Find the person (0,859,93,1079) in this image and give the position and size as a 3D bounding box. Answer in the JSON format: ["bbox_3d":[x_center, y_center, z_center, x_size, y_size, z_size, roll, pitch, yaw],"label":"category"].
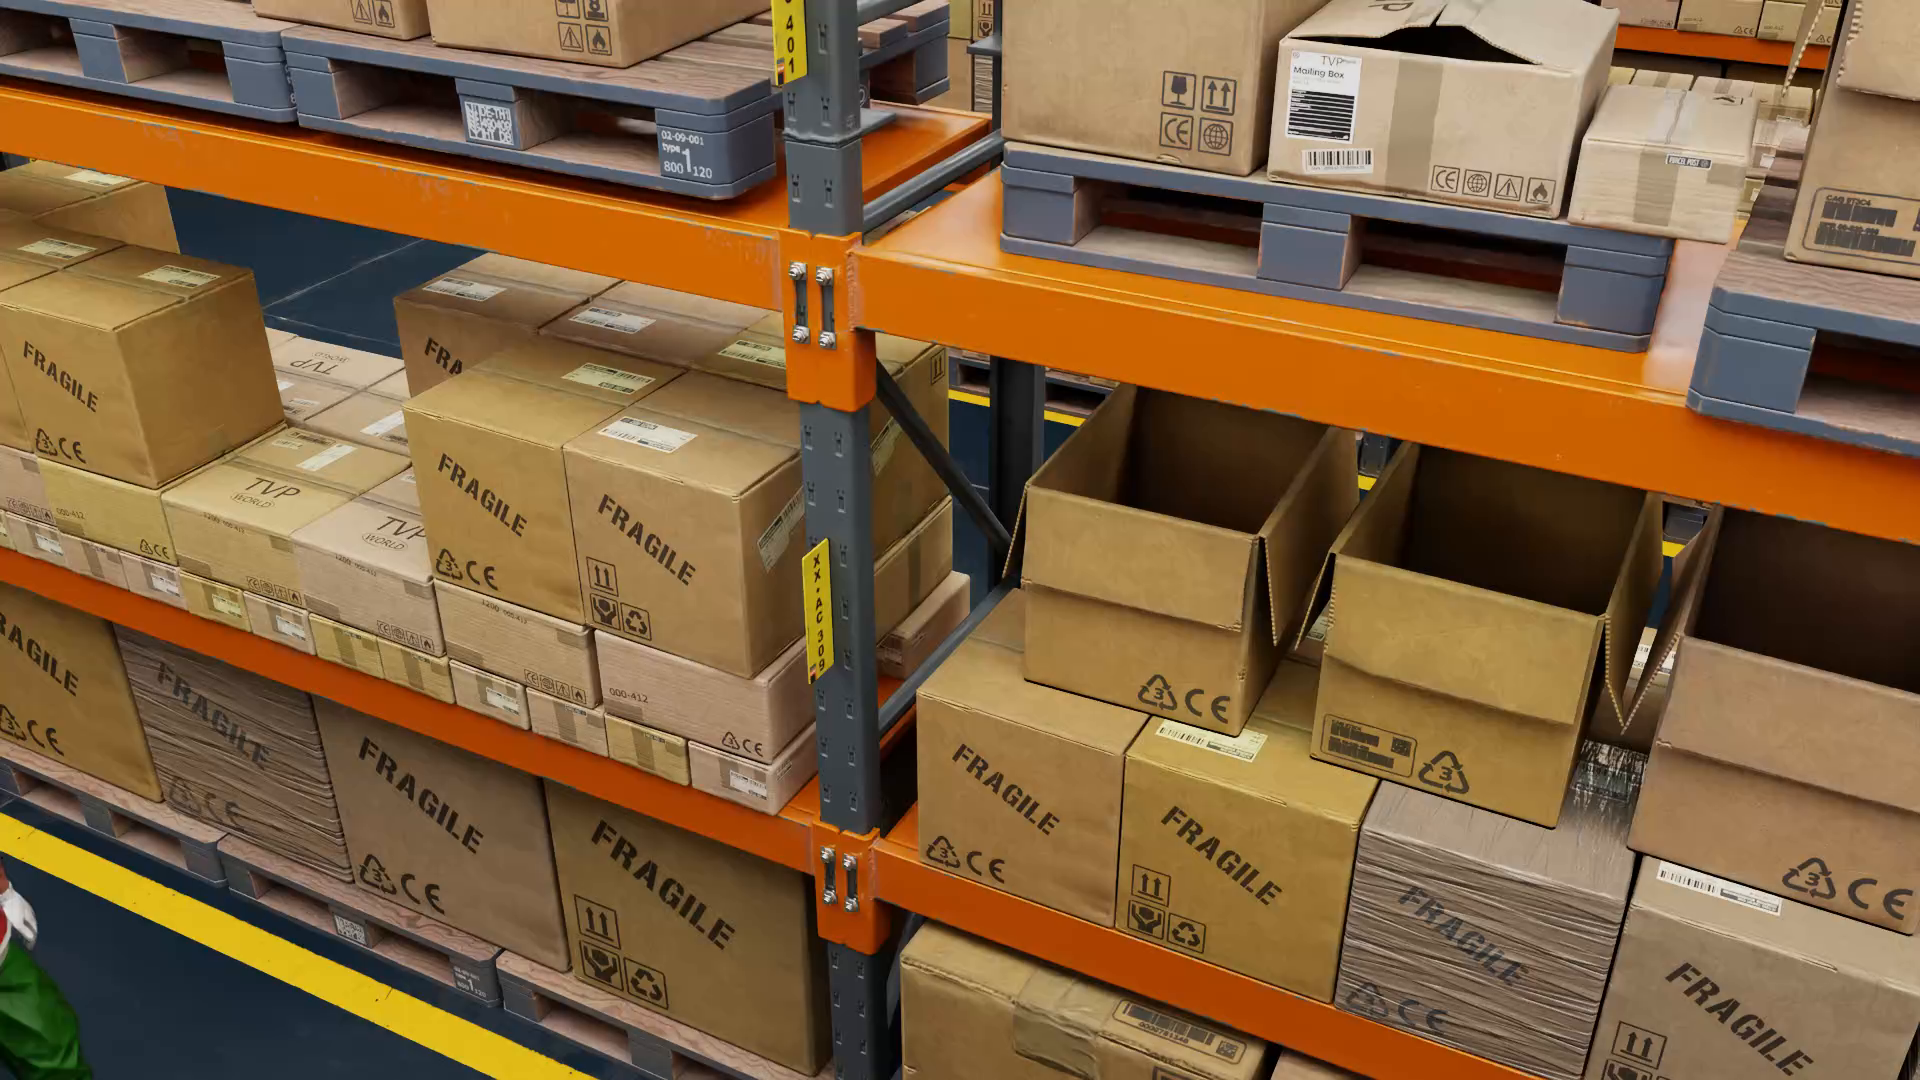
[{"bbox_3d":[-2.506,1.110,4.165,0.839,1.792,0.605,15,33,24],"label":"person"}]
